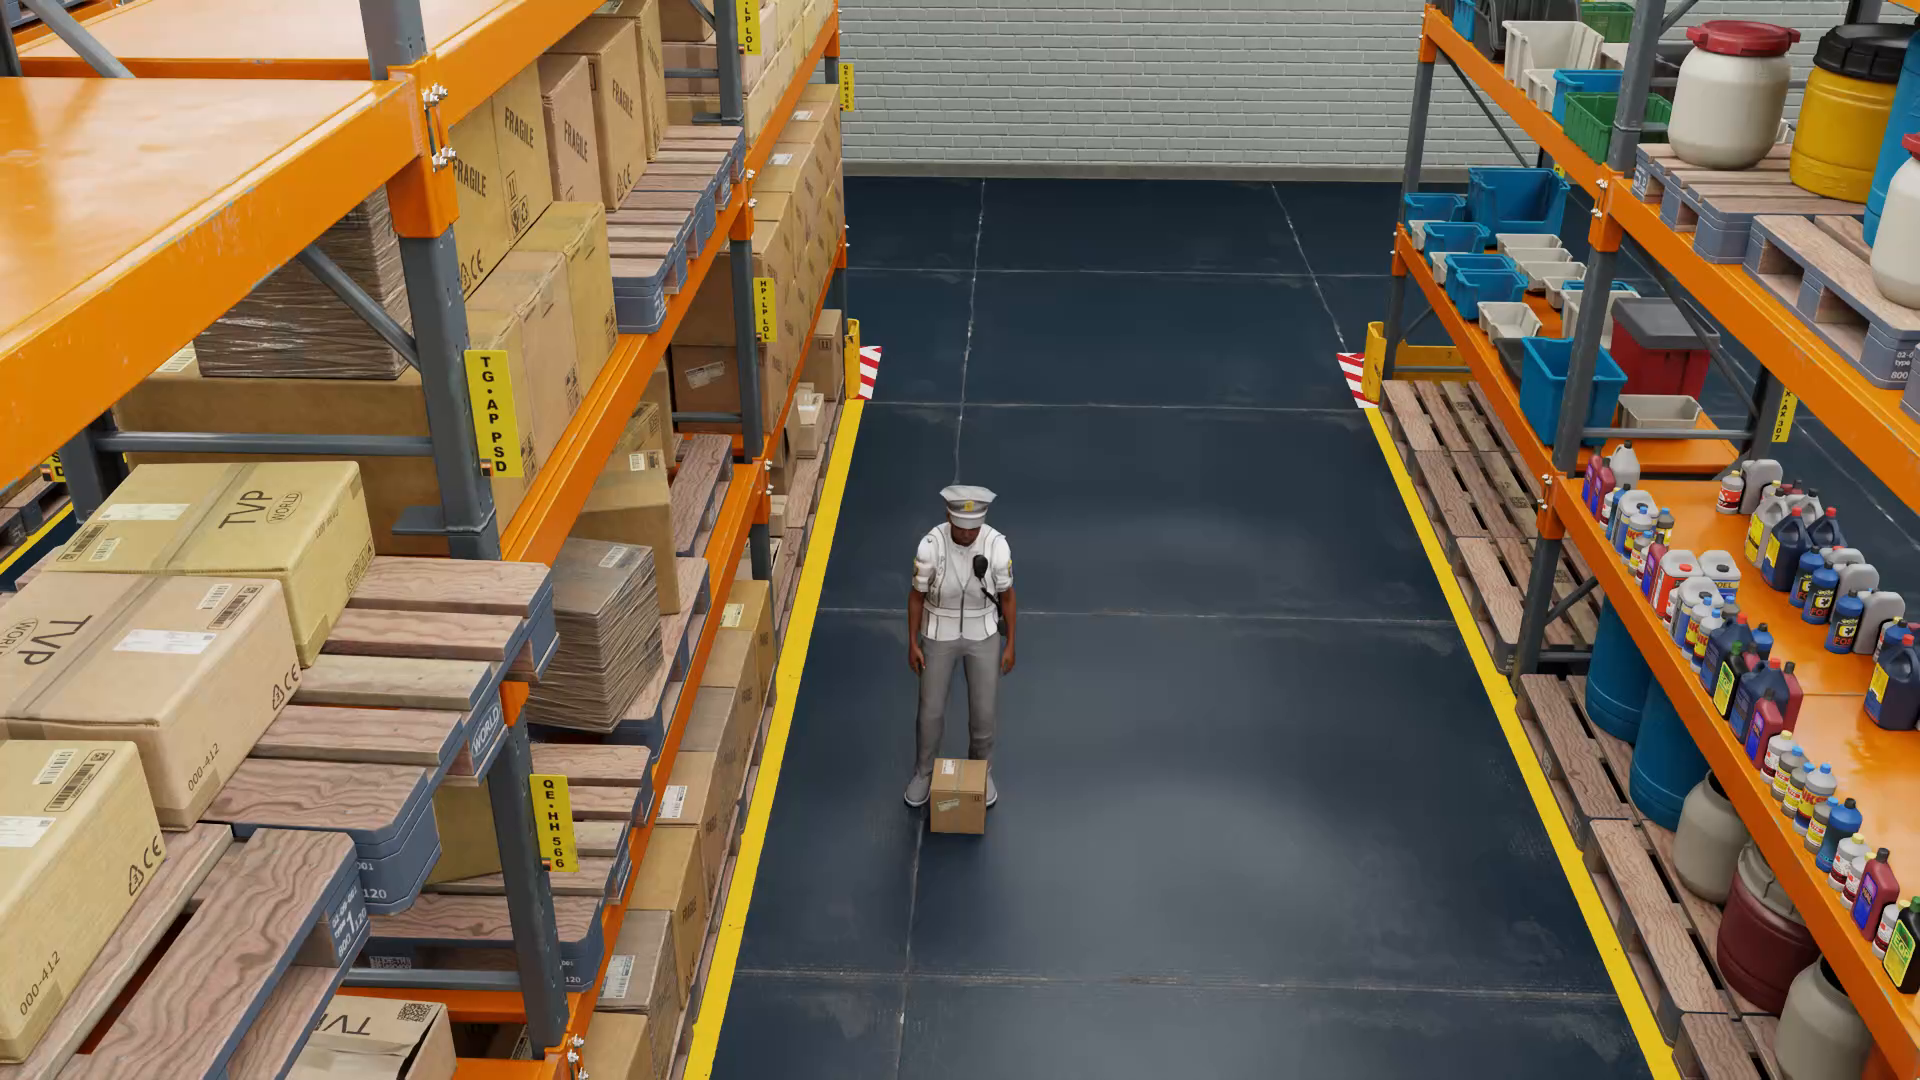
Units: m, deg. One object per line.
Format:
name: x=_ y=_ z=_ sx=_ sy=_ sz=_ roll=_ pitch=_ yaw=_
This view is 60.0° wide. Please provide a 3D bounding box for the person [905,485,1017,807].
person: x=-0.004 y=0.477 z=7.726 sx=0.530 sy=1.663 sz=0.391 roll=0 pitch=28 yaw=0
